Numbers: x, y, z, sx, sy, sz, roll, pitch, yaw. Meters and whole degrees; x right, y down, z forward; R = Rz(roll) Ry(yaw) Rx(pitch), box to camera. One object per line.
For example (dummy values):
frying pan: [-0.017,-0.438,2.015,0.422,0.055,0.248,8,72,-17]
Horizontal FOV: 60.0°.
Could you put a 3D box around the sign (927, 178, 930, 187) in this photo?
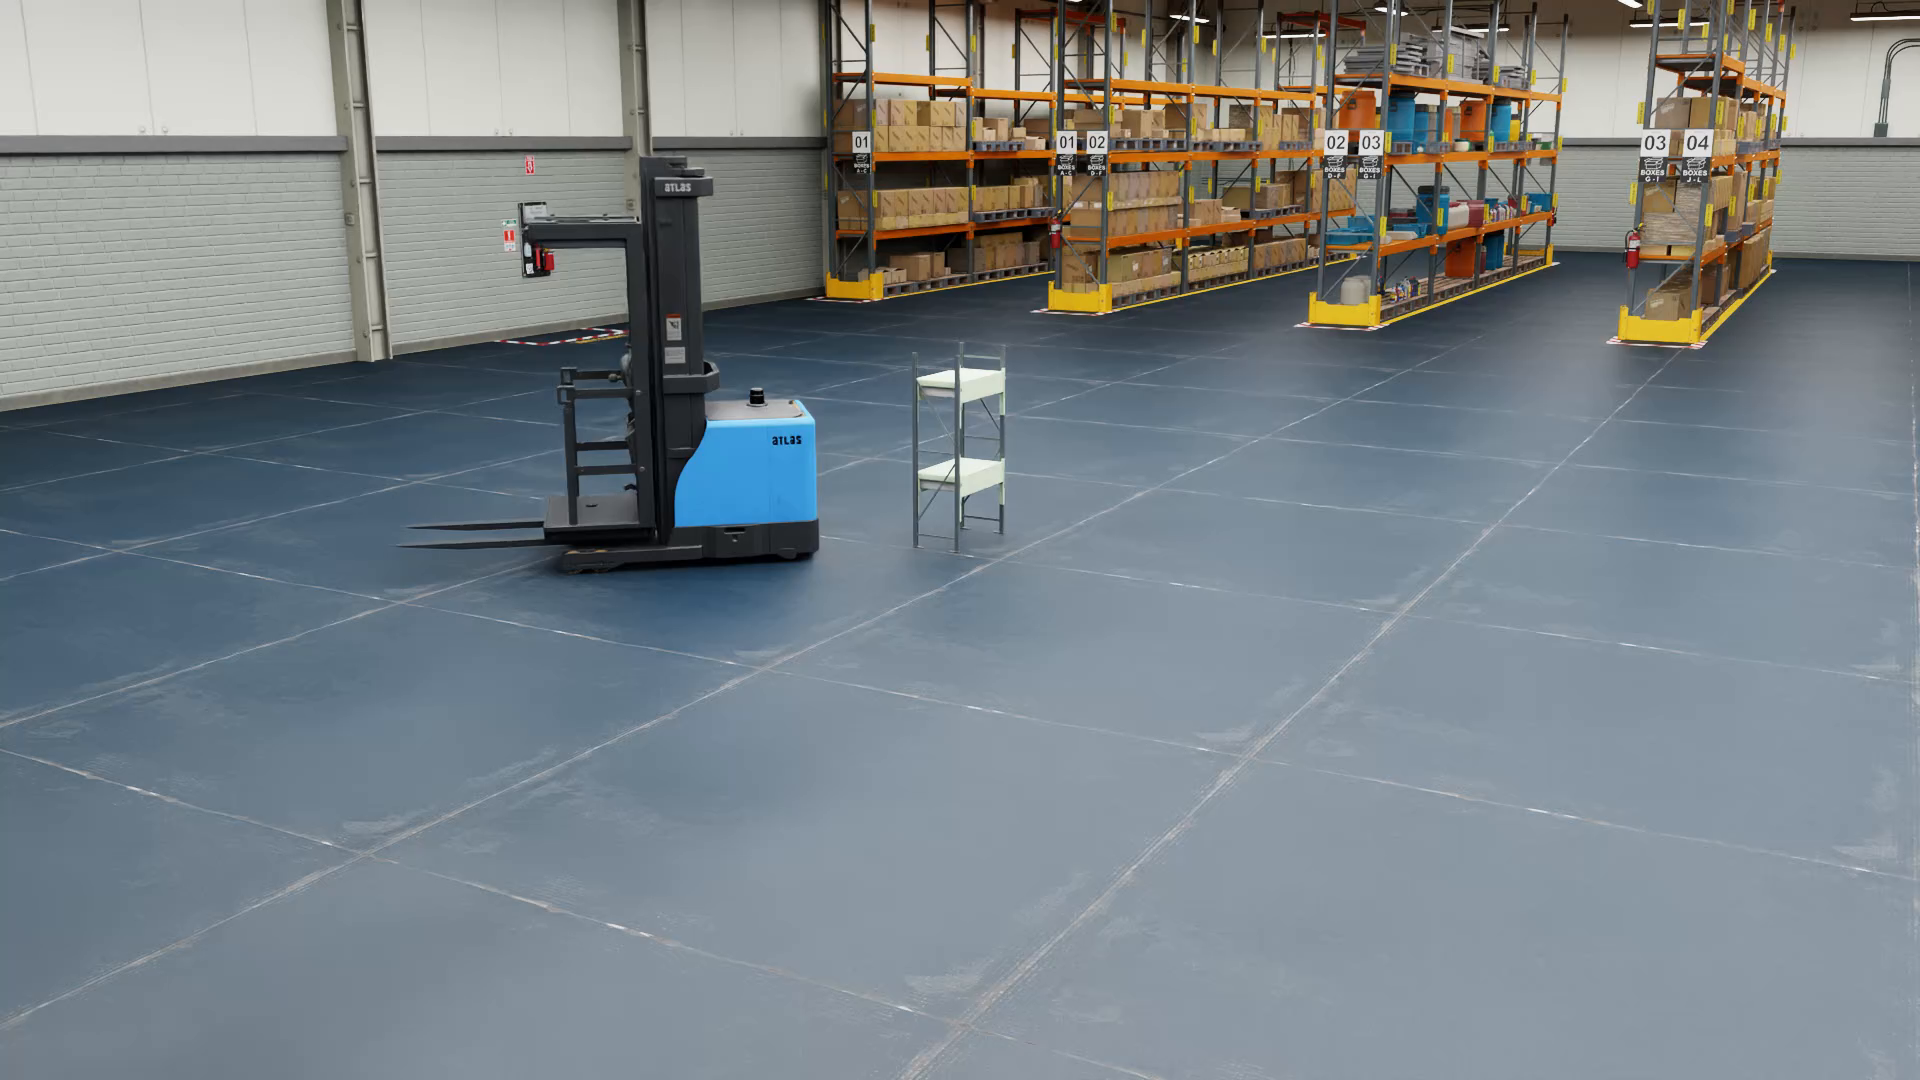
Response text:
sign: [-0.680,-7.698,36.094,0.100,0.325,0.005,7,15,28]

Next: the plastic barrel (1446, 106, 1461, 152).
plastic barrel: [9.827,-8.329,33.713,0.600,0.901,0.600,0,14,0]

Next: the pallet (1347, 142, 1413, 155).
pallet: [7.032,-6.655,28.241,1.003,0.211,1.213,7,15,28]

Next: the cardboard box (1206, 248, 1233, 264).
cardboard box: [5.550,-6.127,35.824,0.500,0.311,0.500,7,15,28]

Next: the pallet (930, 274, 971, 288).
pallet: [-0.486,-5.576,35.711,1.003,0.211,1.213,7,15,28]

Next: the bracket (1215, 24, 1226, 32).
bracket: [7.814,-15.385,49.967,0.235,0.232,0.430,7,15,28]

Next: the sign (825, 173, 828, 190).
sign: [-2.602,-7.036,32.674,0.100,0.325,0.005,7,15,28]

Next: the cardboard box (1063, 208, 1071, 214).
cardboard box: [2.435,-7.918,39.972,0.380,0.149,0.250,8,16,30]

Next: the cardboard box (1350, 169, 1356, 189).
cardboard box: [9.973,-9.387,43.223,0.500,0.500,0.500,7,15,28]

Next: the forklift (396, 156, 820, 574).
forklift: [-2.622,-1.314,12.231,3.031,2.935,1.130,-3,14,-12]

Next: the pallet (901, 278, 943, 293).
pallet: [-1.075,-5.324,34.669,1.003,0.211,1.213,7,15,28]

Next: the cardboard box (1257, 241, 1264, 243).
cardboard box: [6.825,-6.765,39.089,0.500,0.500,0.500,7,15,26]

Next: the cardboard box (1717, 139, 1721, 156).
cardboard box: [11.586,-6.130,25.981,0.500,0.250,0.500,7,15,27]

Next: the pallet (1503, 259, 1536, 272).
pallet: [13.258,-6.643,40.138,1.003,0.211,1.213,7,15,28]

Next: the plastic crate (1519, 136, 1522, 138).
plastic crate: [13.302,-9.558,40.013,0.504,0.338,0.767,7,15,28]

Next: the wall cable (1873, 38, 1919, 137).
wall cable: [24.368,-13.101,41.313,2.277,5.999,0.120,7,15,28]

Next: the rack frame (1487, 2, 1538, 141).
rack frame: [12.348,-10.508,37.421,1.000,3.000,0.127,7,15,28]

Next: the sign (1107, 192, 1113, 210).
sign: [2.695,-6.087,29.867,0.100,0.325,0.005,7,15,28]

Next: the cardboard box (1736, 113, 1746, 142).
cardboard box: [13.585,-7.381,29.732,0.797,0.503,0.637,8,16,30]

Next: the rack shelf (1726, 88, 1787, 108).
rack shelf: [17.650,-9.813,36.927,1.077,0.370,4.000,7,15,28]

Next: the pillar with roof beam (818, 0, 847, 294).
pillar with roof beam: [1.224,-8.923,30.844,9.100,9.000,0.400,7,15,28]

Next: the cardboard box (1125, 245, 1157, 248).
cardboard box: [3.648,-5.685,33.585,0.500,0.500,0.500,7,15,28]

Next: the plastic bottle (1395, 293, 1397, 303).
plastic bottle: [7.746,-4.341,29.673,0.097,0.201,0.097,0,14,0]

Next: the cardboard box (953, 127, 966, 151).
cardboard box: [-0.221,-8.458,35.059,0.500,0.500,0.500,8,16,30]

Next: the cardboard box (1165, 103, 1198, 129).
cardboard box: [4.479,-8.589,33.683,0.500,0.500,0.500,8,15,29]

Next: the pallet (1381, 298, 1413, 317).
pallet: [7.531,-4.211,30.049,1.003,0.211,1.213,7,15,28]

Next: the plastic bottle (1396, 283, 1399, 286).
plastic bottle: [7.997,-4.553,30.375,0.061,0.283,0.133,7,15,28]

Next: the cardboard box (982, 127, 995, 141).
cardboard box: [0.440,-8.922,36.534,0.500,0.311,0.500,8,16,30]

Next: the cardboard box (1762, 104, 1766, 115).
cardboard box: [17.632,-9.562,36.974,0.500,0.250,0.500,7,15,26]

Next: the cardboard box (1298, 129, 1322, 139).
cardboard box: [8.466,-9.854,40.360,0.500,0.250,0.500,7,15,28]

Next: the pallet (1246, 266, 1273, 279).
pallet: [6.474,-6.127,37.996,1.003,0.211,1.213,7,15,28]

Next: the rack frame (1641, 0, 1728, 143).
rack frame: [10.882,-7.485,24.882,1.000,3.000,0.127,7,15,28]

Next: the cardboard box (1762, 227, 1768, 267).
cardboard box: [17.938,-6.696,38.044,0.875,0.875,0.875,7,15,28]

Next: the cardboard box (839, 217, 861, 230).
cardboard box: [-2.070,-6.307,33.072,0.500,0.250,0.500,8,16,29]

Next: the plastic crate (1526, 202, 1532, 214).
plastic crate: [13.247,-7.856,39.344,0.437,0.282,0.530,7,15,28]

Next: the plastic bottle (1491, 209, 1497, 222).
plastic bottle: [11.577,-7.048,36.132,0.152,0.276,0.135,7,15,28]

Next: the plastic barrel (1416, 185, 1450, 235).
plastic barrel: [8.932,-6.239,31.444,0.600,0.901,0.708,7,15,28]

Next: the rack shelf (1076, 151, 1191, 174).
rack shelf: [3.179,-7.211,31.678,1.077,0.370,4.000,7,15,28]

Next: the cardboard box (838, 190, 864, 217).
cardboard box: [-2.084,-6.675,32.997,0.500,0.500,0.500,7,15,27]

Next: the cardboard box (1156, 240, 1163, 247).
cardboard box: [5.116,-8.266,45.360,0.700,0.500,0.500,7,15,28]

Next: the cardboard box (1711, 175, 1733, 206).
cardboard box: [12.840,-5.945,28.313,0.500,0.500,0.500,7,15,28]

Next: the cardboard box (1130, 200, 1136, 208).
cardboard box: [3.088,-6.324,31.268,0.380,0.149,0.250,7,15,26]

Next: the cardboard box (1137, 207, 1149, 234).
cardboard box: [3.195,-6.153,31.942,0.700,0.500,0.500,8,16,30]

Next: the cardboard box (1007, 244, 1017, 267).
cardboard box: [0.873,-6.541,38.161,0.700,0.500,0.500,7,15,28]

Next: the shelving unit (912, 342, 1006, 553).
shelving unit: [-0.003,-0.728,12.852,0.431,1.500,0.755,7,15,28]

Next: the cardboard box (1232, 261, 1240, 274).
cardboard box: [5.793,-5.959,36.322,0.500,0.250,0.500,7,15,27]

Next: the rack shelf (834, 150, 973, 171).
rack shelf: [-1.159,-7.771,34.003,1.077,0.370,4.000,7,15,28]

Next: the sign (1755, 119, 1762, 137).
sign: [15.224,-7.858,31.724,0.100,0.325,0.005,7,15,28]

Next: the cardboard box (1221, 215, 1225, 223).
cardboard box: [5.513,-6.943,35.969,0.380,0.149,0.250,9,16,32]

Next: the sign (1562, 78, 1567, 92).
sign: [14.771,-11.113,40.619,0.100,0.325,0.005,7,15,28]

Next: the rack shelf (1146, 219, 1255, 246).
rack shelf: [5.113,-6.573,35.434,1.077,0.370,4.000,7,15,28]

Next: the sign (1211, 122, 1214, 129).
sign: [5.606,-9.105,36.896,0.100,0.325,0.005,7,15,28]

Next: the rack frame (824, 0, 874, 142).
rack frame: [-2.126,-9.169,31.865,1.000,3.000,0.127,7,15,28]

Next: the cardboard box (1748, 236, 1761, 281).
cardboard box: [15.960,-5.885,34.682,1.225,0.875,0.875,7,15,26]
